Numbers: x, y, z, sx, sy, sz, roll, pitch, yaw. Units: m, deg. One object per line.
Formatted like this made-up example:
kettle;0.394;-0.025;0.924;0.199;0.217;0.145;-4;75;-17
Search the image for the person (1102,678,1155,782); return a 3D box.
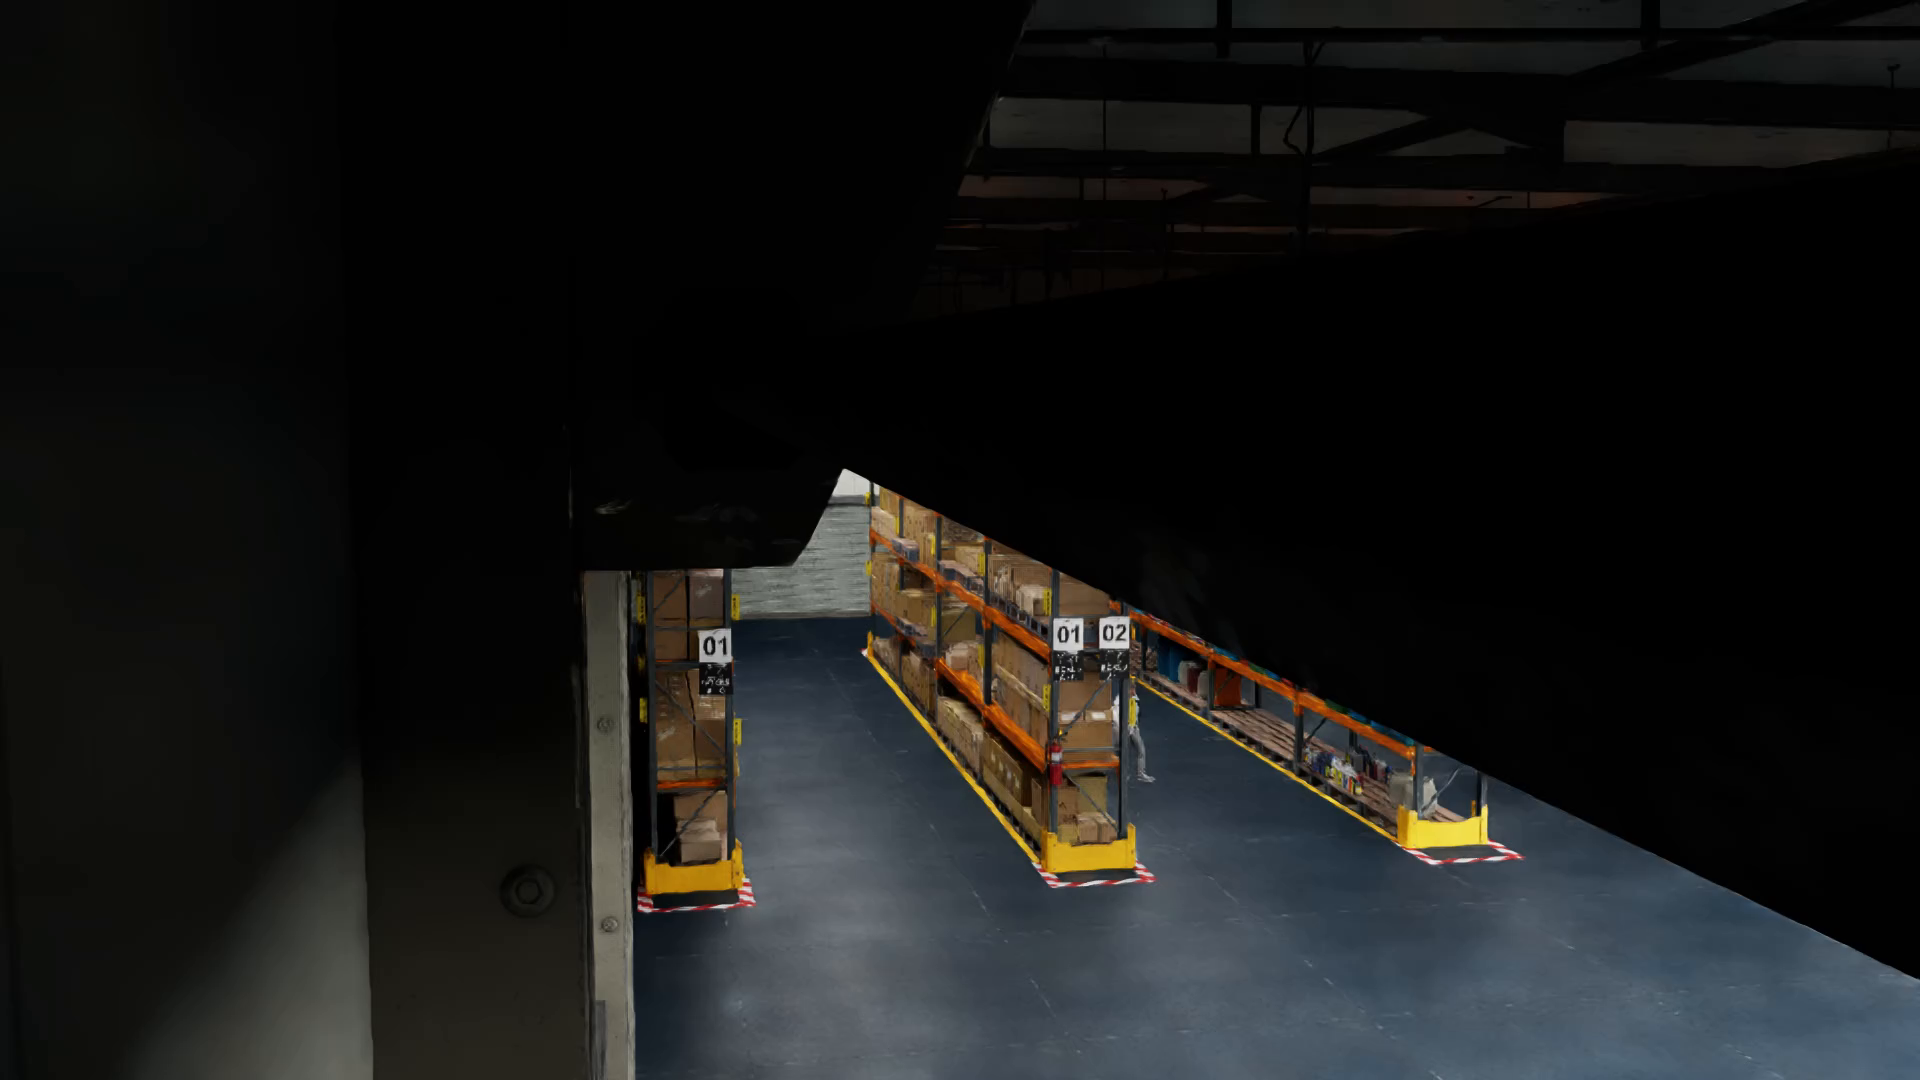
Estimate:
person;2.517;2.874;25.399;0.638;1.602;0.814;-3;7;-28
